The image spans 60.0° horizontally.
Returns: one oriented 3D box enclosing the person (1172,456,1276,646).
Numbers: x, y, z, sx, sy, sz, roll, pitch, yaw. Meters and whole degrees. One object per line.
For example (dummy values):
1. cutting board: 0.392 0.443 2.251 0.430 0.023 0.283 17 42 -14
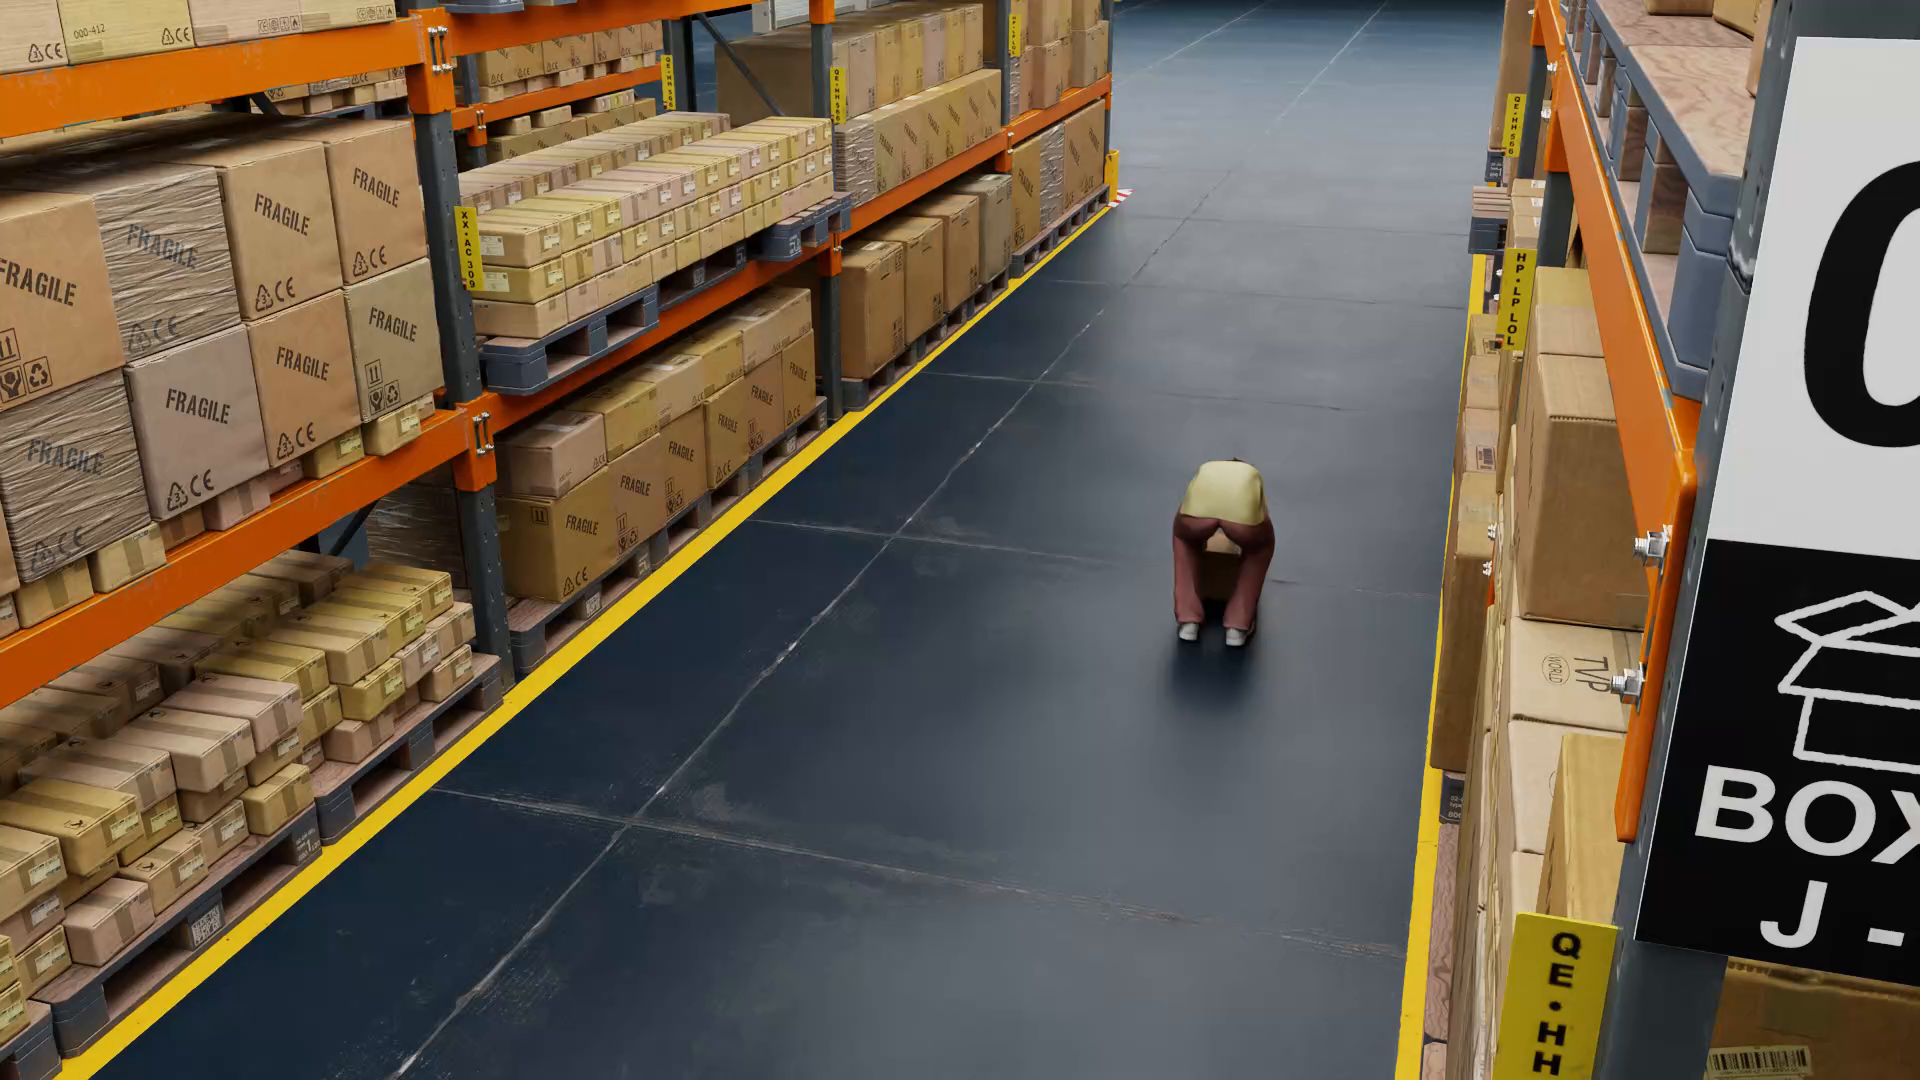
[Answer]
1. person: 1.224 0.015 7.743 0.477 0.790 0.853 5 23 13
